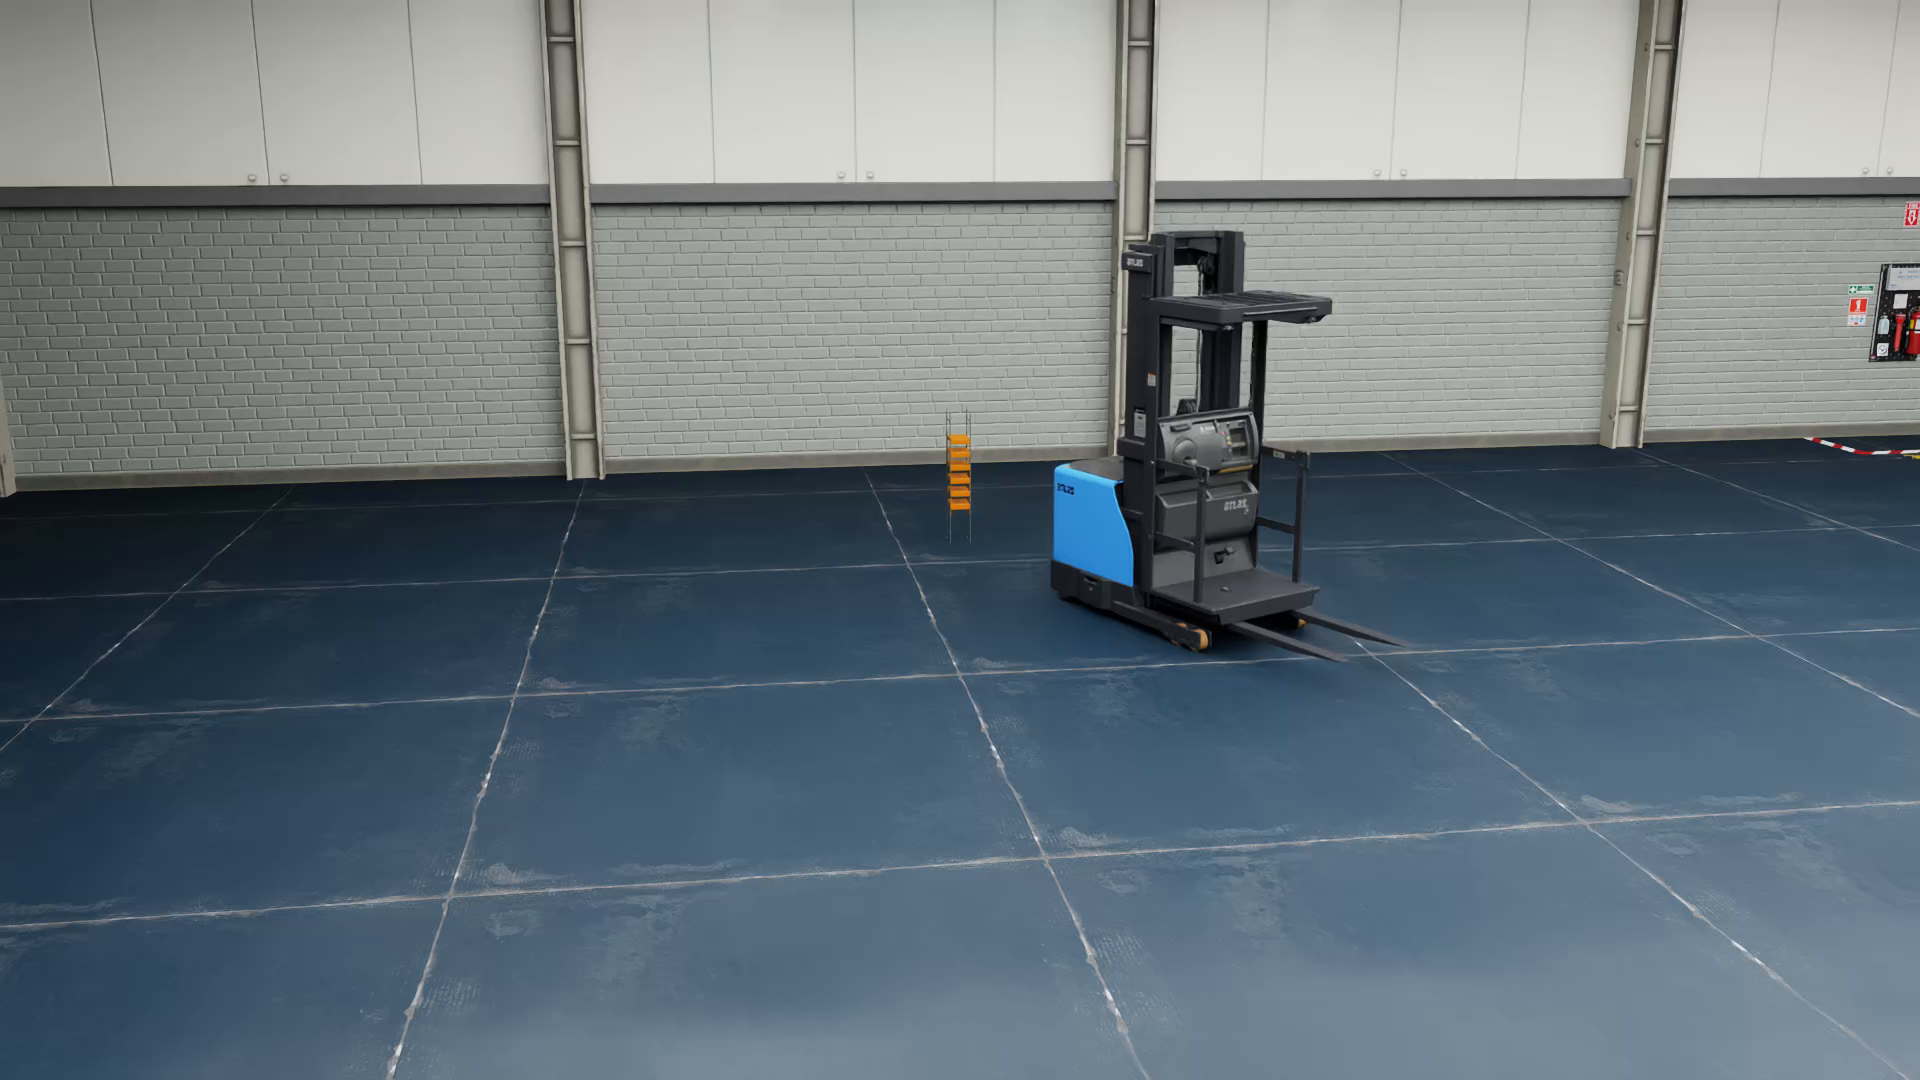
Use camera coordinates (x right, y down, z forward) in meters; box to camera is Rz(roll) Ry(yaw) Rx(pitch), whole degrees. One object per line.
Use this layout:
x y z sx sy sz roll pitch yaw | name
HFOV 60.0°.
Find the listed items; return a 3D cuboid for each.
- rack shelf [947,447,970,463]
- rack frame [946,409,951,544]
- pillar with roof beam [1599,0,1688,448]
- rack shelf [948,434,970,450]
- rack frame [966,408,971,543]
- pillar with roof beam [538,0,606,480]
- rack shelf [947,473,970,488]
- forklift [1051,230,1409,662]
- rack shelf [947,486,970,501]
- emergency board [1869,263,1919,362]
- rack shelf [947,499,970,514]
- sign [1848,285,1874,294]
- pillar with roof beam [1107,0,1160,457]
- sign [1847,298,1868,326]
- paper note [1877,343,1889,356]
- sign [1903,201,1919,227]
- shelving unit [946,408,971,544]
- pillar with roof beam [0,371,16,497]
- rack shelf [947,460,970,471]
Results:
-0.014 -0.771 15.054 0.180 0.103 0.258 -2 14 -8 | rack shelf
-0.105 -0.578 15.089 0.006 1.200 0.240 -2 14 -8 | rack frame
8.468 -4.449 14.491 0.400 9.000 9.100 -2 14 -8 | pillar with roof beam
-0.014 -0.888 15.025 0.180 0.103 0.258 -2 14 -8 | rack shelf
0.076 -0.585 15.115 0.006 1.200 0.240 -2 14 -8 | rack frame
-3.398 -4.014 12.757 0.400 9.000 9.100 -2 14 -8 | pillar with roof beam
-0.014 -0.538 15.113 0.180 0.103 0.258 -2 14 -8 | rack shelf
1.974 -0.744 12.192 1.130 2.935 3.031 -9 17 -33 | forklift
-0.014 -0.422 15.142 0.180 0.103 0.258 -2 14 -8 | rack shelf
11.311 -2.712 19.897 0.643 1.169 0.194 -2 14 -8 | emergency board
-0.014 -0.306 15.171 0.180 0.103 0.258 -2 14 -8 | rack shelf
10.754 -2.989 19.839 0.331 0.109 0.001 -2 14 -8 | sign
2.535 -4.232 13.624 0.400 9.000 9.100 -2 14 -8 | pillar with roof beam
10.749 -2.734 19.911 0.234 0.329 0.001 -2 14 -8 | sign
11.125 -2.295 20.044 0.142 0.148 0.016 -2 14 -8 | paper note
11.288 -3.860 19.709 0.199 0.298 0.001 -2 14 -8 | sign
-0.014 -0.581 15.102 0.189 1.200 0.258 -2 14 -8 | shelving unit
-9.331 -3.797 11.890 0.400 9.000 9.100 -2 14 -8 | pillar with roof beam
-0.014 -0.655 15.084 0.180 0.103 0.258 -2 14 -8 | rack shelf
